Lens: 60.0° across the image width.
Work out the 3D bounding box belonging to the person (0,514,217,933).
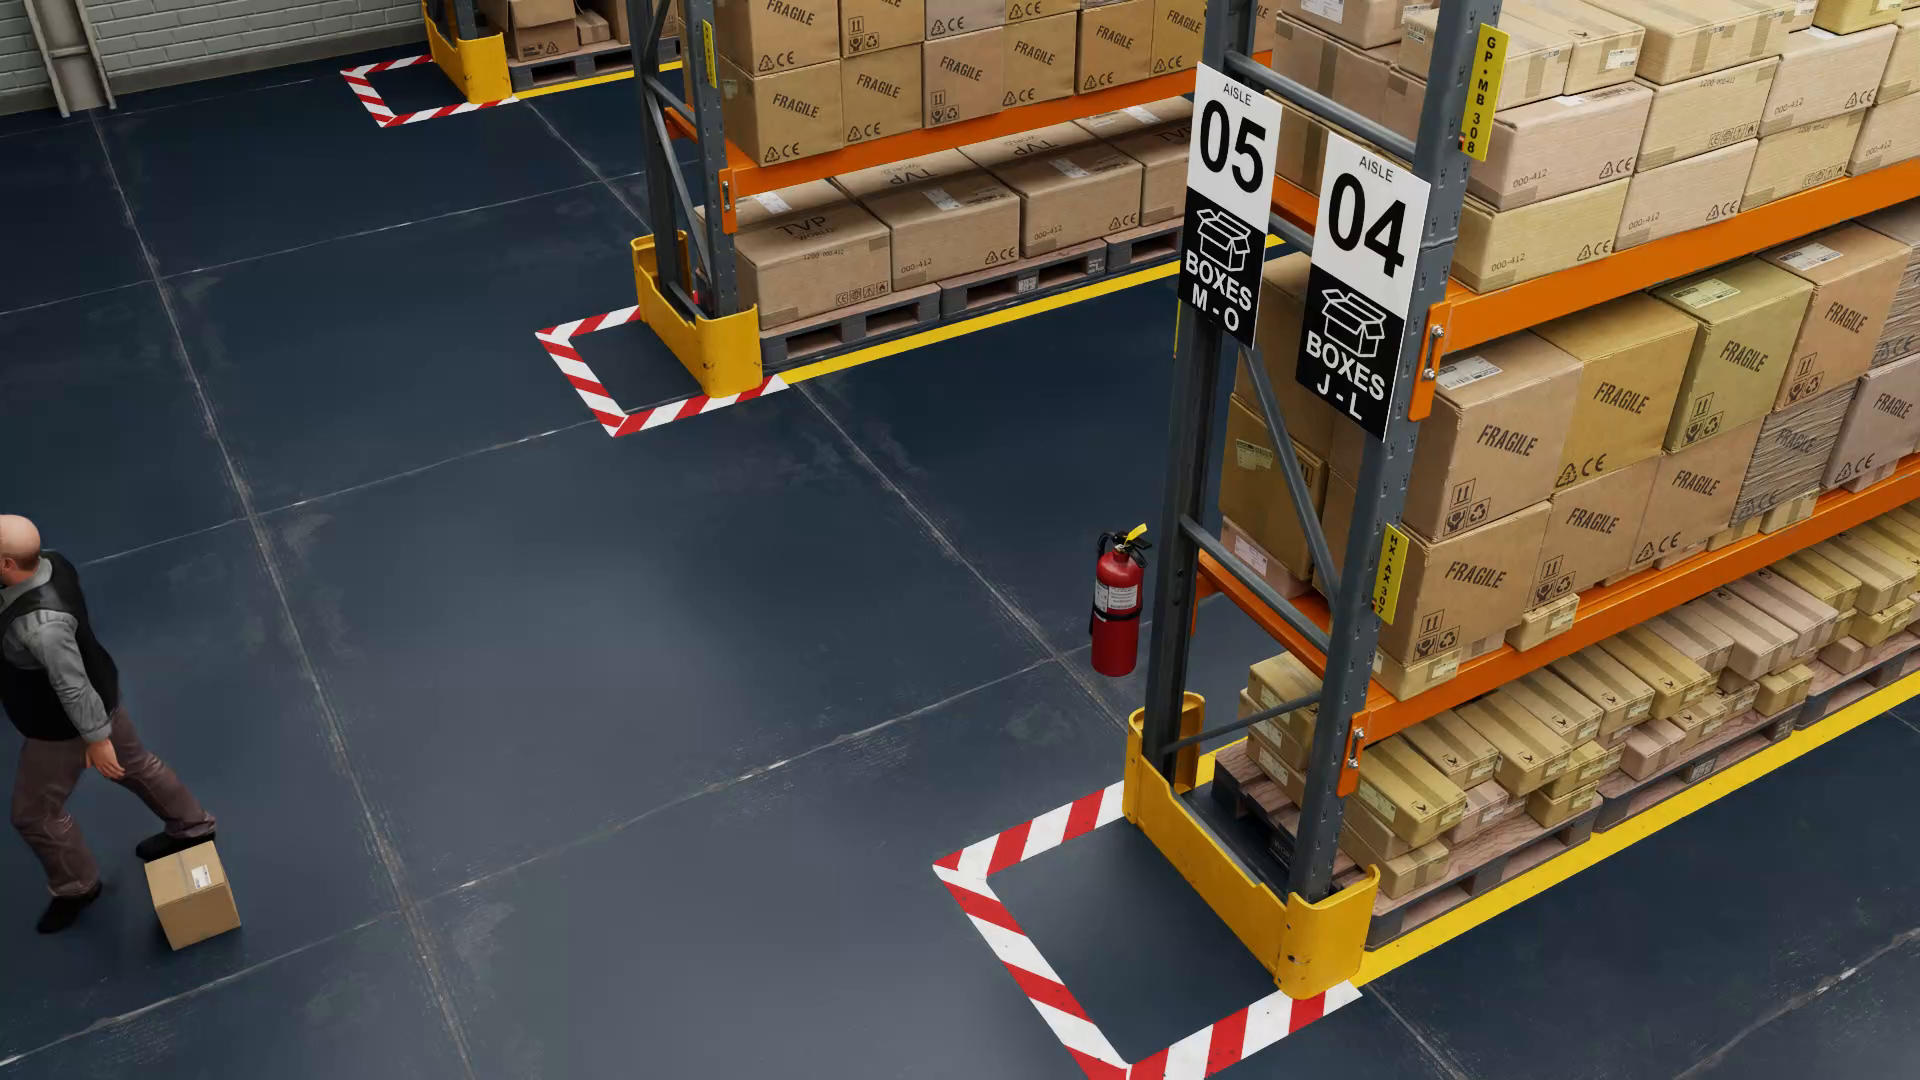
[{"bbox_3d":[-3.284,0.648,6.102,0.691,1.776,0.572,-11,38,-15],"label":"person"}]
